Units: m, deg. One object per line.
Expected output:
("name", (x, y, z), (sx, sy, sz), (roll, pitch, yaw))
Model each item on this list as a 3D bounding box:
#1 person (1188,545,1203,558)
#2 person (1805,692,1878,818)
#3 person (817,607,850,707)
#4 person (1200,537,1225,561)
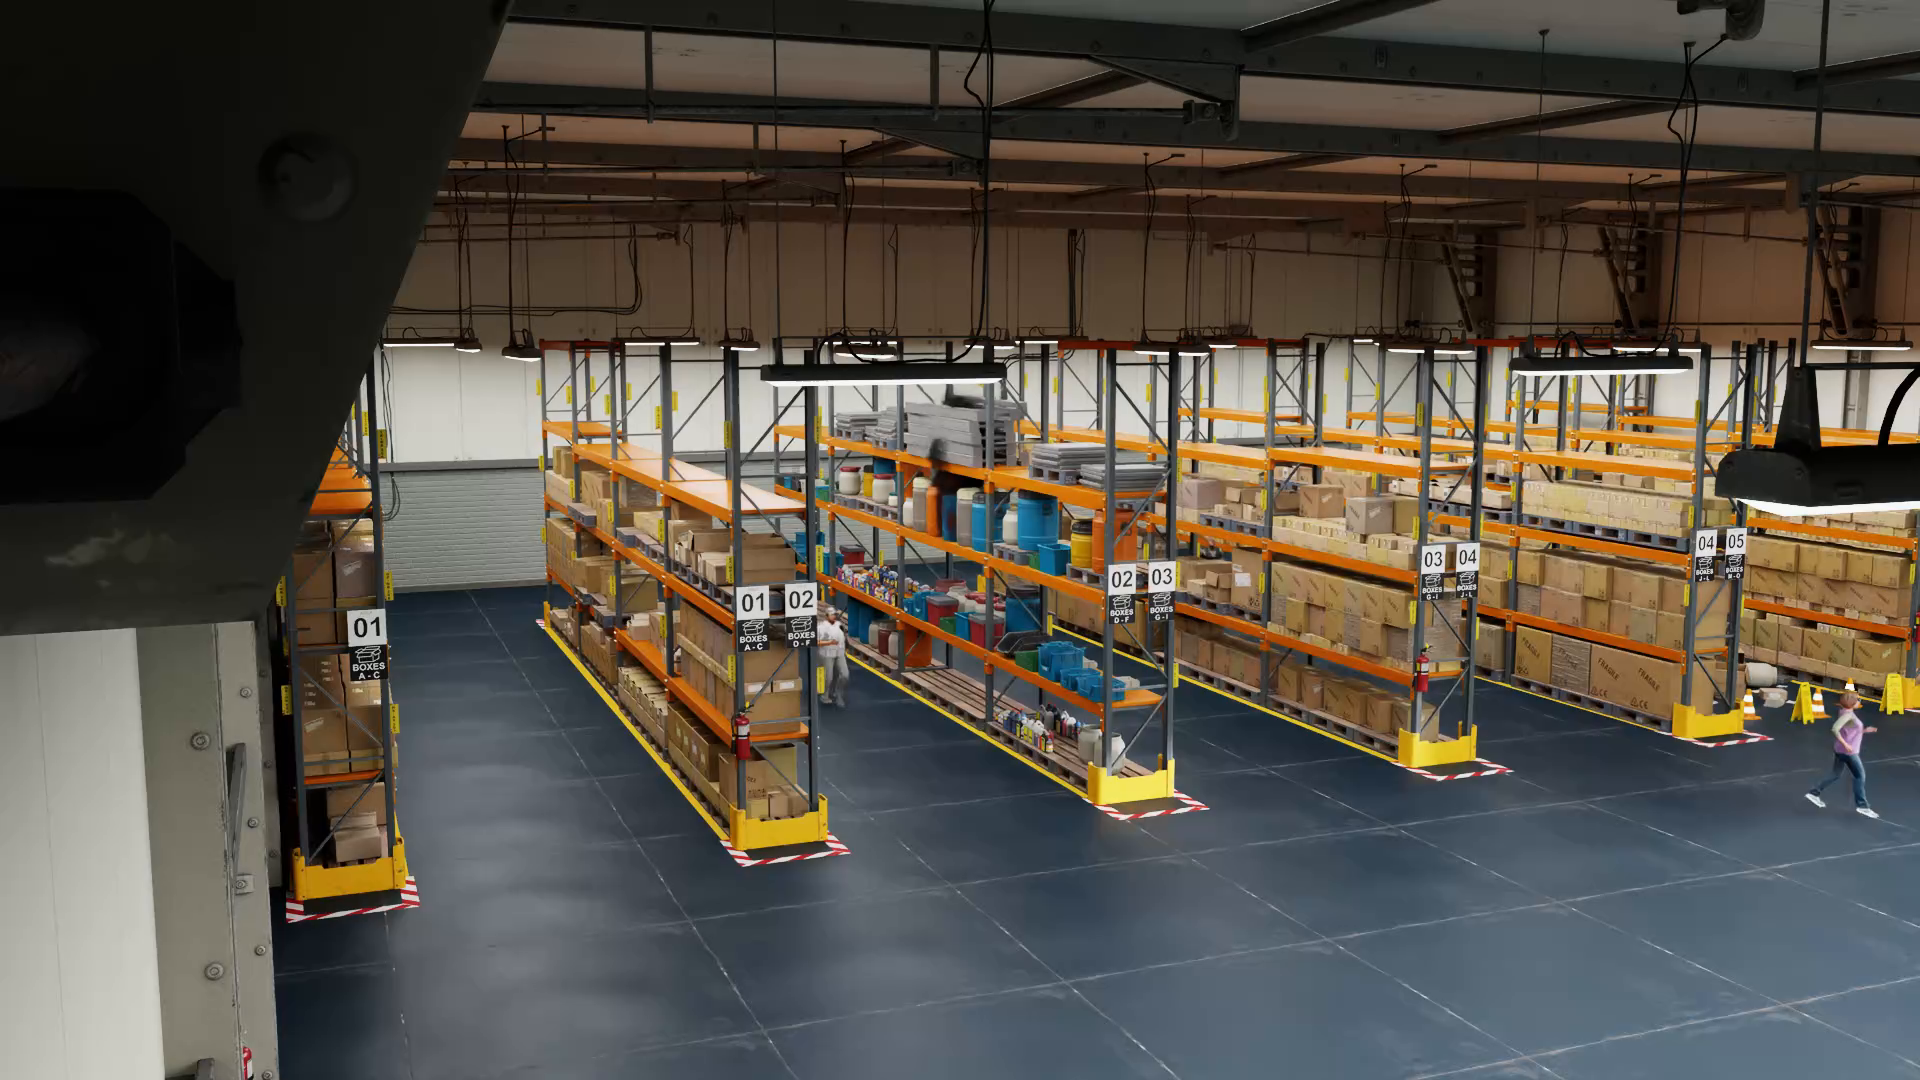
("person", (5.955, 0.087, 41.851), (0.891, 1.631, 0.635), (4, 8, 26))
("person", (11.401, 2.743, 21.400), (0.832, 1.608, 0.526), (2, 8, 16))
("person", (-2.090, 1.951, 27.507), (0.586, 1.695, 0.652), (-5, 9, -32))
("person", (5.497, 0.767, 36.388), (0.656, 1.721, 0.792), (-2, 8, -15))
